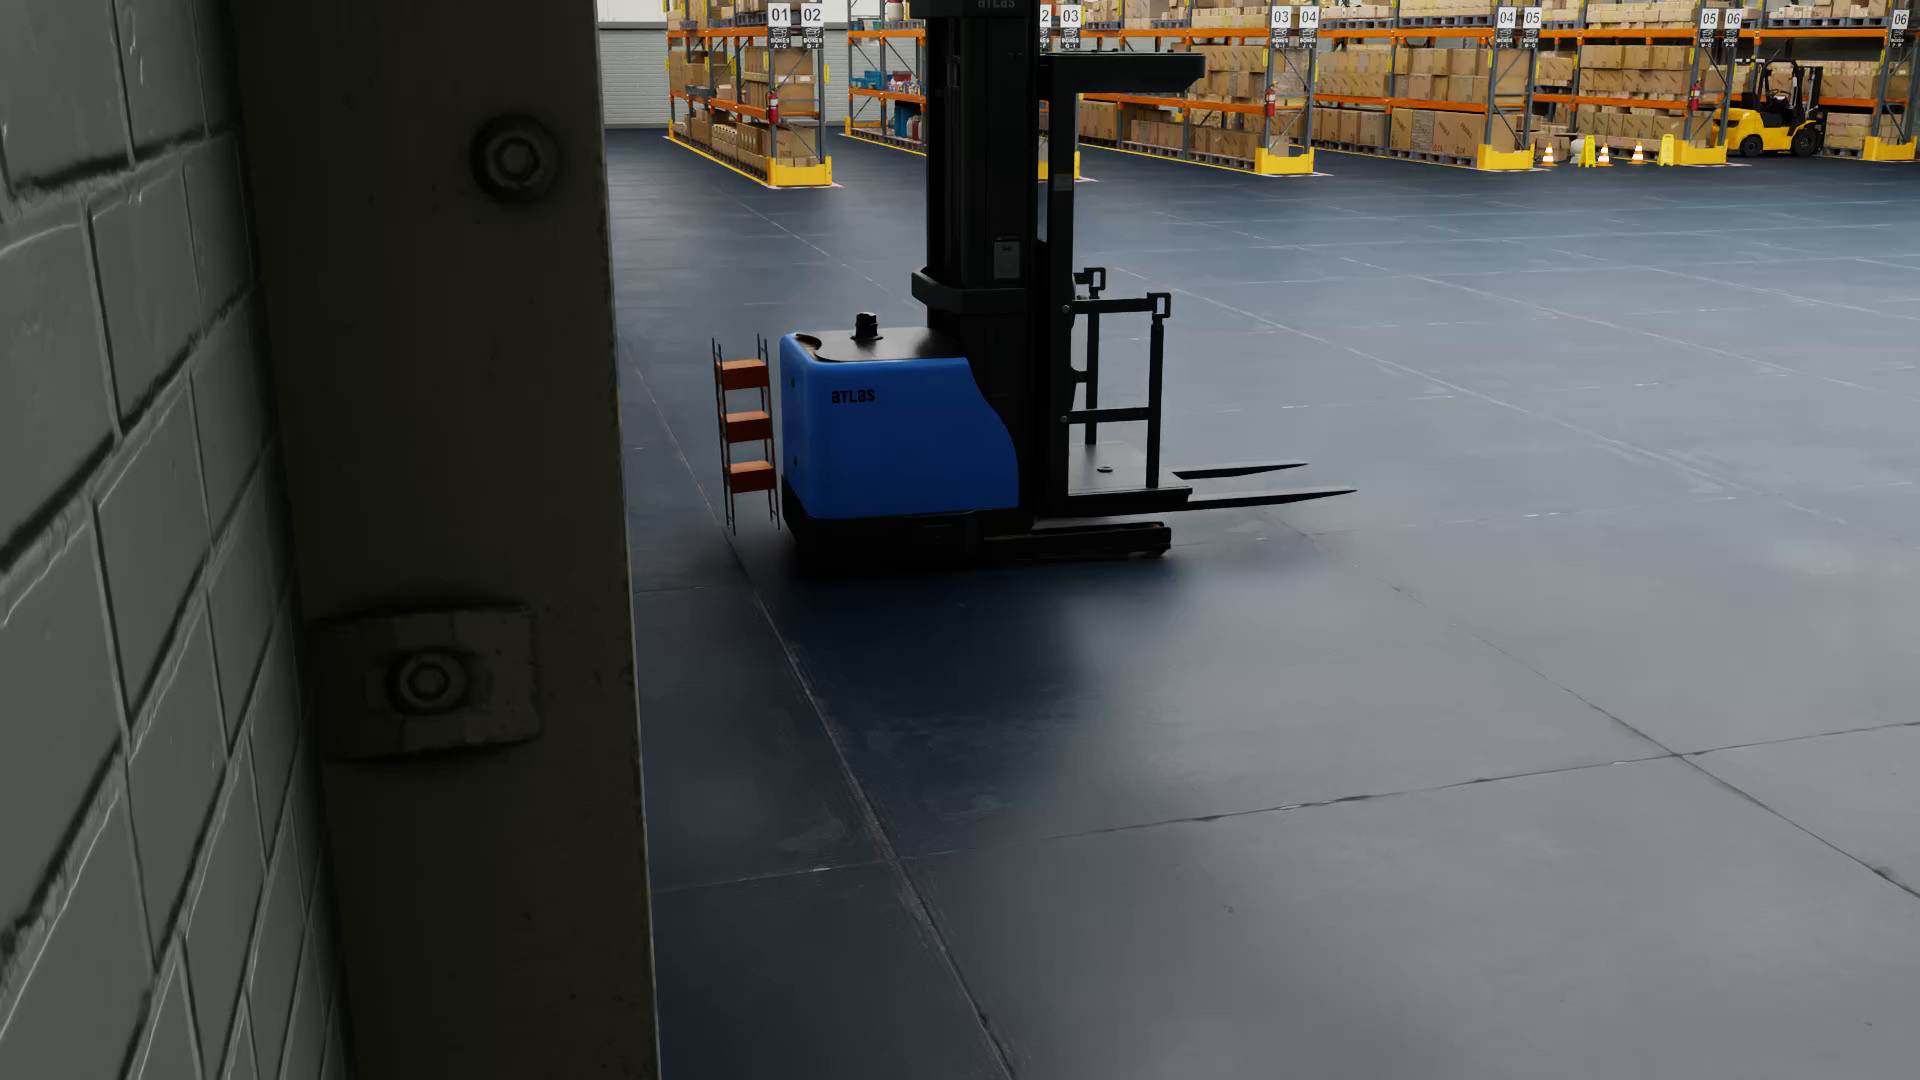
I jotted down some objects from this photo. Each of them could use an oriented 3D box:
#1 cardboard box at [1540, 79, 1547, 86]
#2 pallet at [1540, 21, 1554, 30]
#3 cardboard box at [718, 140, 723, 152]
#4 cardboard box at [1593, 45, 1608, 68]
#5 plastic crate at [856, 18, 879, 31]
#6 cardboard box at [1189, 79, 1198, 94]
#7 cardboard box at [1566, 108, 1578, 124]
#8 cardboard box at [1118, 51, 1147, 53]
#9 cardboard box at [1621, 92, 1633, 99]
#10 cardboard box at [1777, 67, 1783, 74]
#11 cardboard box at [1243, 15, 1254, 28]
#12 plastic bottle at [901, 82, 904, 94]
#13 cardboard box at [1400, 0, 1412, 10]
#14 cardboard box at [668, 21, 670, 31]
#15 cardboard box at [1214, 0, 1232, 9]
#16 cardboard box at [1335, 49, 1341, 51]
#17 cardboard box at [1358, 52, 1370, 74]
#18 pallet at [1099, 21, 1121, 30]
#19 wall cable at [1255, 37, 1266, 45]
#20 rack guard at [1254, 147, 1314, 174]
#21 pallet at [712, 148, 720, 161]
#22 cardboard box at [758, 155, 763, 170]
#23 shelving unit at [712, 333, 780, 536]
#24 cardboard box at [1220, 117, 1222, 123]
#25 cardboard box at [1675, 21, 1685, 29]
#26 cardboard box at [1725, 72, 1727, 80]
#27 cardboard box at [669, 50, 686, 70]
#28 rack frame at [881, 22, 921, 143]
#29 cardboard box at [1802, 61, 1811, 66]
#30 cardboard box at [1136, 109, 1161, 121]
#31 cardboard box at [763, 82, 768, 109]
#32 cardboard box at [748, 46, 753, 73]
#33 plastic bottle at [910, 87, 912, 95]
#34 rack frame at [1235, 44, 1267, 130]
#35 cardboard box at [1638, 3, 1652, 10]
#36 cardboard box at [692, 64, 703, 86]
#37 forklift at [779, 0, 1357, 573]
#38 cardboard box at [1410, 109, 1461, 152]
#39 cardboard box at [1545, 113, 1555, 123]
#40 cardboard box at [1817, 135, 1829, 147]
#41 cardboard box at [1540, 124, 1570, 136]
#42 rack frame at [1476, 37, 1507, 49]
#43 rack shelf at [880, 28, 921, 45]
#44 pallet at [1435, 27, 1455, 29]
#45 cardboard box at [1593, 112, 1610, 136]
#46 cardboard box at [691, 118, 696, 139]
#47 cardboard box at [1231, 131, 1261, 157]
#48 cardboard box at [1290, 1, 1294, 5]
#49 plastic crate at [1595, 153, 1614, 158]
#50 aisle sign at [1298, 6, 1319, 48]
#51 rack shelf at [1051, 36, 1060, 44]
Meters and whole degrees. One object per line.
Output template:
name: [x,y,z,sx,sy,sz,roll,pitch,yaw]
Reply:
cardboard box: [14.334,-11.125,40.412,0.380,0.149,0.250,-5,17,-15]
pallet: [14.620,-12.523,40.472,1.213,0.211,1.003,-5,17,-15]
cardboard box: [-5.029,-8.685,36.633,0.500,0.250,0.500,-5,17,-17]
cardboard box: [15.007,-11.098,38.187,0.700,0.500,0.500,-5,17,-15]
plastic crate: [-2.458,-13.817,44.562,0.504,0.338,0.767,-5,17,-15]
cardboard box: [5.511,-9.988,36.230,0.875,0.500,0.500,-5,17,-15]
cardboard box: [17.621,-12.023,47.309,0.500,0.500,0.500,-5,17,-16]
cardboard box: [4.162,-11.765,40.920,0.797,0.503,0.637,-4,17,-13]
cardboard box: [15.192,-10.056,37.582,0.380,0.149,0.250,-5,17,-15]
cardboard box: [19.752,-11.212,39.695,0.380,0.149,0.250,-5,17,-15]
cardboard box: [6.029,-10.436,33.460,0.500,0.250,0.500,-5,17,-15]
plastic bottle: [-1.403,-11.147,41.003,0.097,0.271,0.097,0,17,0]
cardboard box: [10.109,-11.890,36.879,0.500,0.250,0.500,-5,17,-15]
cardboard box: [-7.480,-13.667,44.214,0.500,0.250,0.500,-5,17,-15]
cardboard box: [5.816,-11.689,35.810,0.500,0.500,0.500,-5,17,-17]
cardboard box: [11.535,-14.401,49.701,0.500,0.500,0.500,-5,17,-16]
cardboard box: [9.820,-11.237,39.166,0.700,0.500,0.500,-5,17,-15]
pallet: [4.120,-12.553,40.576,1.213,0.211,1.003,-4,17,-13]
wall cable: [10.105,-16.089,55.412,0.585,1.953,0.123,-5,17,-15]
rack guard: [6.525,-7.644,33.464,1.175,0.500,0.348,-5,17,-15]
pallet: [-4.990,-8.685,37.430,1.003,0.211,1.213,-5,17,-15]
cardboard box: [-3.560,-7.185,31.639,0.500,0.250,0.500,-5,17,-15]
shelving unit: [-1.147,-0.564,8.921,0.252,1.050,0.215,-8,18,-17]
cardboard box: [7.476,-11.691,46.298,0.380,0.149,0.250,-5,18,-17]
cardboard box: [15.608,-11.063,35.723,0.380,0.149,0.250,-5,17,-15]
cardboard box: [19.218,-11.529,41.442,0.500,0.250,0.500,-5,17,-17]
cardboard box: [-7.509,-12.847,44.528,0.500,0.500,0.500,-4,17,-14]
rack frame: [-1.514,-11.748,42.781,1.000,3.000,0.127,-5,17,-15]
cardboard box: [19.979,-11.143,38.948,0.380,0.149,0.250,-5,17,-15]
cardboard box: [4.560,-10.223,39.980,0.500,0.250,0.500,-4,17,-13]
cardboard box: [-3.376,-8.499,31.790,0.700,0.500,0.500,-5,17,-15]
cardboard box: [-3.811,-9.552,33.041,0.700,0.500,0.500,-5,17,-15]
plastic bottle: [-1.147,-10.857,40.158,0.097,0.201,0.097,0,17,0]
rack frame: [8.045,-12.504,45.297,1.000,3.000,0.127,-5,17,-15]
cardboard box: [15.244,-11.794,36.769,0.380,0.149,0.250,-4,17,-14]
cardboard box: [-6.113,-11.273,40.294,0.700,0.500,0.500,-2,17,-6]
forklift: [0.607,-1.448,8.610,3.031,2.935,1.130,-4,17,-14]
cardboard box: [10.600,-9.046,36.749,0.875,0.875,0.875,-5,17,-15]
cardboard box: [17.594,-12.432,49.000,0.500,0.311,0.500,-4,17,-13]
cardboard box: [20.157,-9.264,38.561,0.500,0.250,0.500,-5,17,-15]
cardboard box: [14.628,-9.996,40.787,0.950,0.372,0.625,-4,17,-12]
rack frame: [16.449,-14.423,51.686,1.000,3.000,0.127,-5,17,-15]
rack shelf: [-0.964,-12.287,40.611,1.077,0.370,4.000,-5,17,-15]
pallet: [13.338,-13.646,44.213,1.003,0.211,1.213,-4,17,-13]
cardboard box: [15.036,-9.622,38.449,0.500,0.500,0.500,-4,17,-13]
cardboard box: [-6.379,-10.218,41.267,0.500,0.500,0.500,-6,18,-18]
cardboard box: [6.039,-8.336,35.036,0.500,0.500,0.500,-3,17,-10]
cardboard box: [8.410,-13.694,42.541,0.396,0.266,0.258,-5,17,-15]
plastic crate: [14.618,-8.813,38.084,0.402,0.080,0.583,-12,20,-34]
aisle sign: [6.851,-10.072,32.682,0.394,0.787,0.004,-5,17,-15]
rack shelf: [2.699,-13.785,45.598,1.077,0.370,4.000,-5,17,-15]
